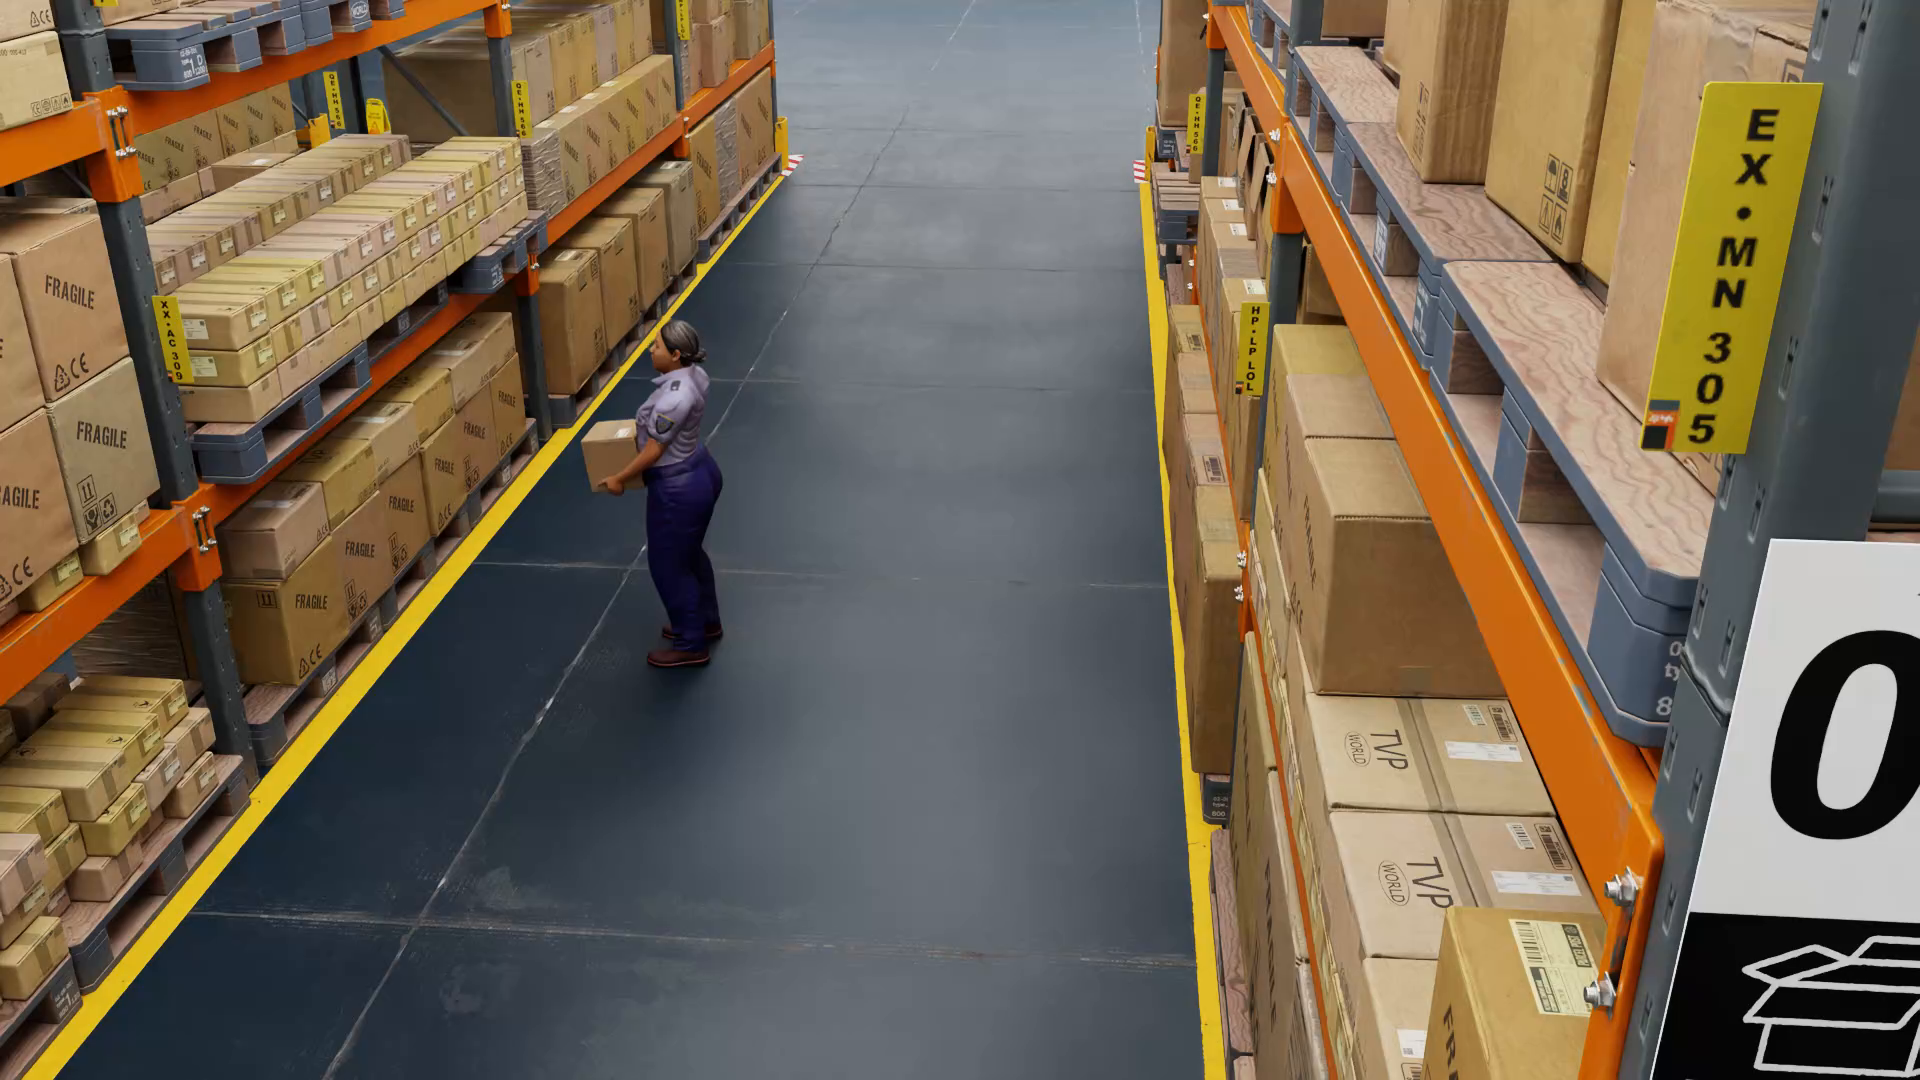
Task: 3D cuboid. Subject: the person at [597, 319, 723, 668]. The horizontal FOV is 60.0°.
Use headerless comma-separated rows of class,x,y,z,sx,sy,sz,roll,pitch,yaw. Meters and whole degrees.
person,-1.368,-0.223,7.622,0.521,1.641,0.451,2,25,5
